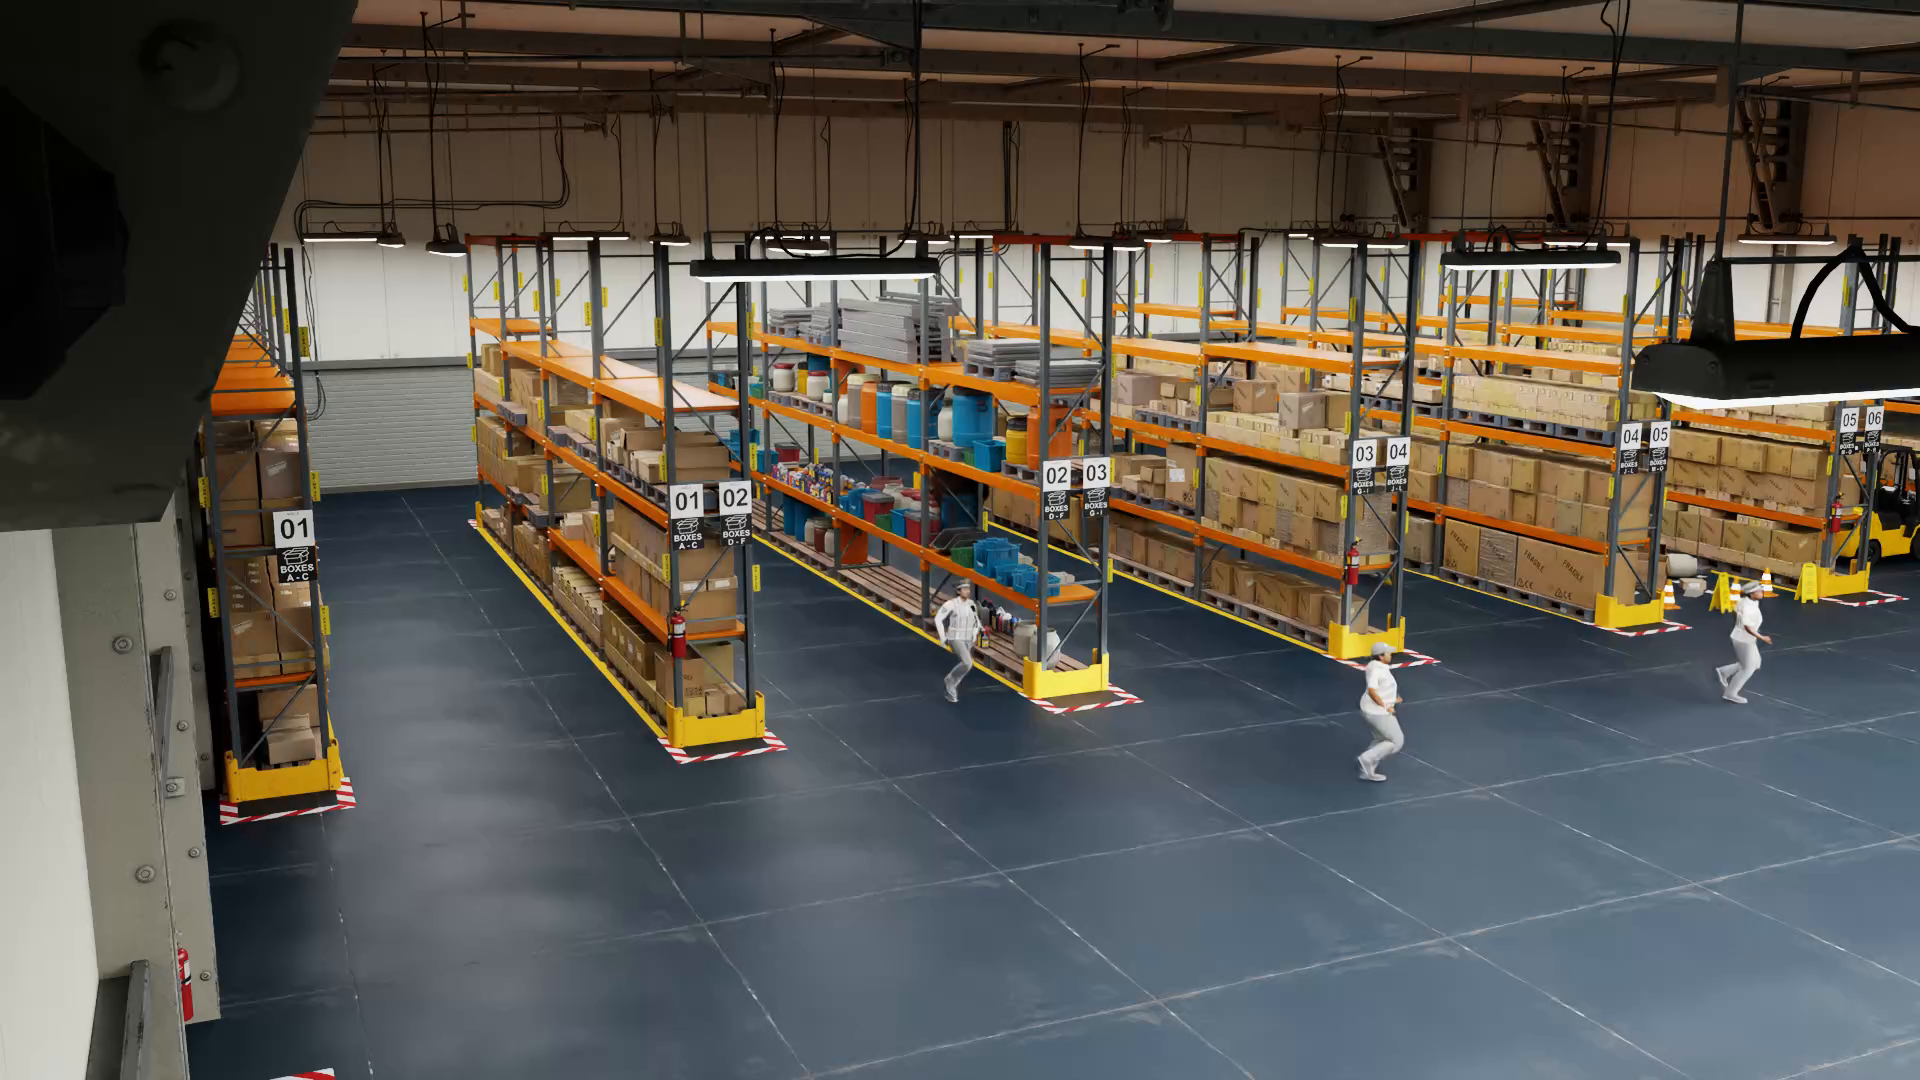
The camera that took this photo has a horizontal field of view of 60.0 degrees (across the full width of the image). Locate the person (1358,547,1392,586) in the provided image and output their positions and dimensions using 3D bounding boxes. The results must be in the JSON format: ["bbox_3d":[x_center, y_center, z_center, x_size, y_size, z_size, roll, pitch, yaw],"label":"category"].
[{"bbox_3d":[7.192,-0.129,28.883,0.710,1.741,0.996,-7,13,-33],"label":"person"}]

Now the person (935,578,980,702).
[{"bbox_3d":[0.052,1.324,21.954,0.600,1.635,0.556,-8,14,-37],"label":"person"}]

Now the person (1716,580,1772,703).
[{"bbox_3d":[10.398,1.326,21.992,0.606,1.663,0.592,4,12,20],"label":"person"}]

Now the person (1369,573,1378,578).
[{"bbox_3d":[7.169,-0.281,29.800,0.670,1.821,0.881,-5,12,-25],"label":"person"}]

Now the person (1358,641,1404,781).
[{"bbox_3d":[4.774,1.944,18.847,0.538,1.621,0.582,0,11,1],"label":"person"}]
